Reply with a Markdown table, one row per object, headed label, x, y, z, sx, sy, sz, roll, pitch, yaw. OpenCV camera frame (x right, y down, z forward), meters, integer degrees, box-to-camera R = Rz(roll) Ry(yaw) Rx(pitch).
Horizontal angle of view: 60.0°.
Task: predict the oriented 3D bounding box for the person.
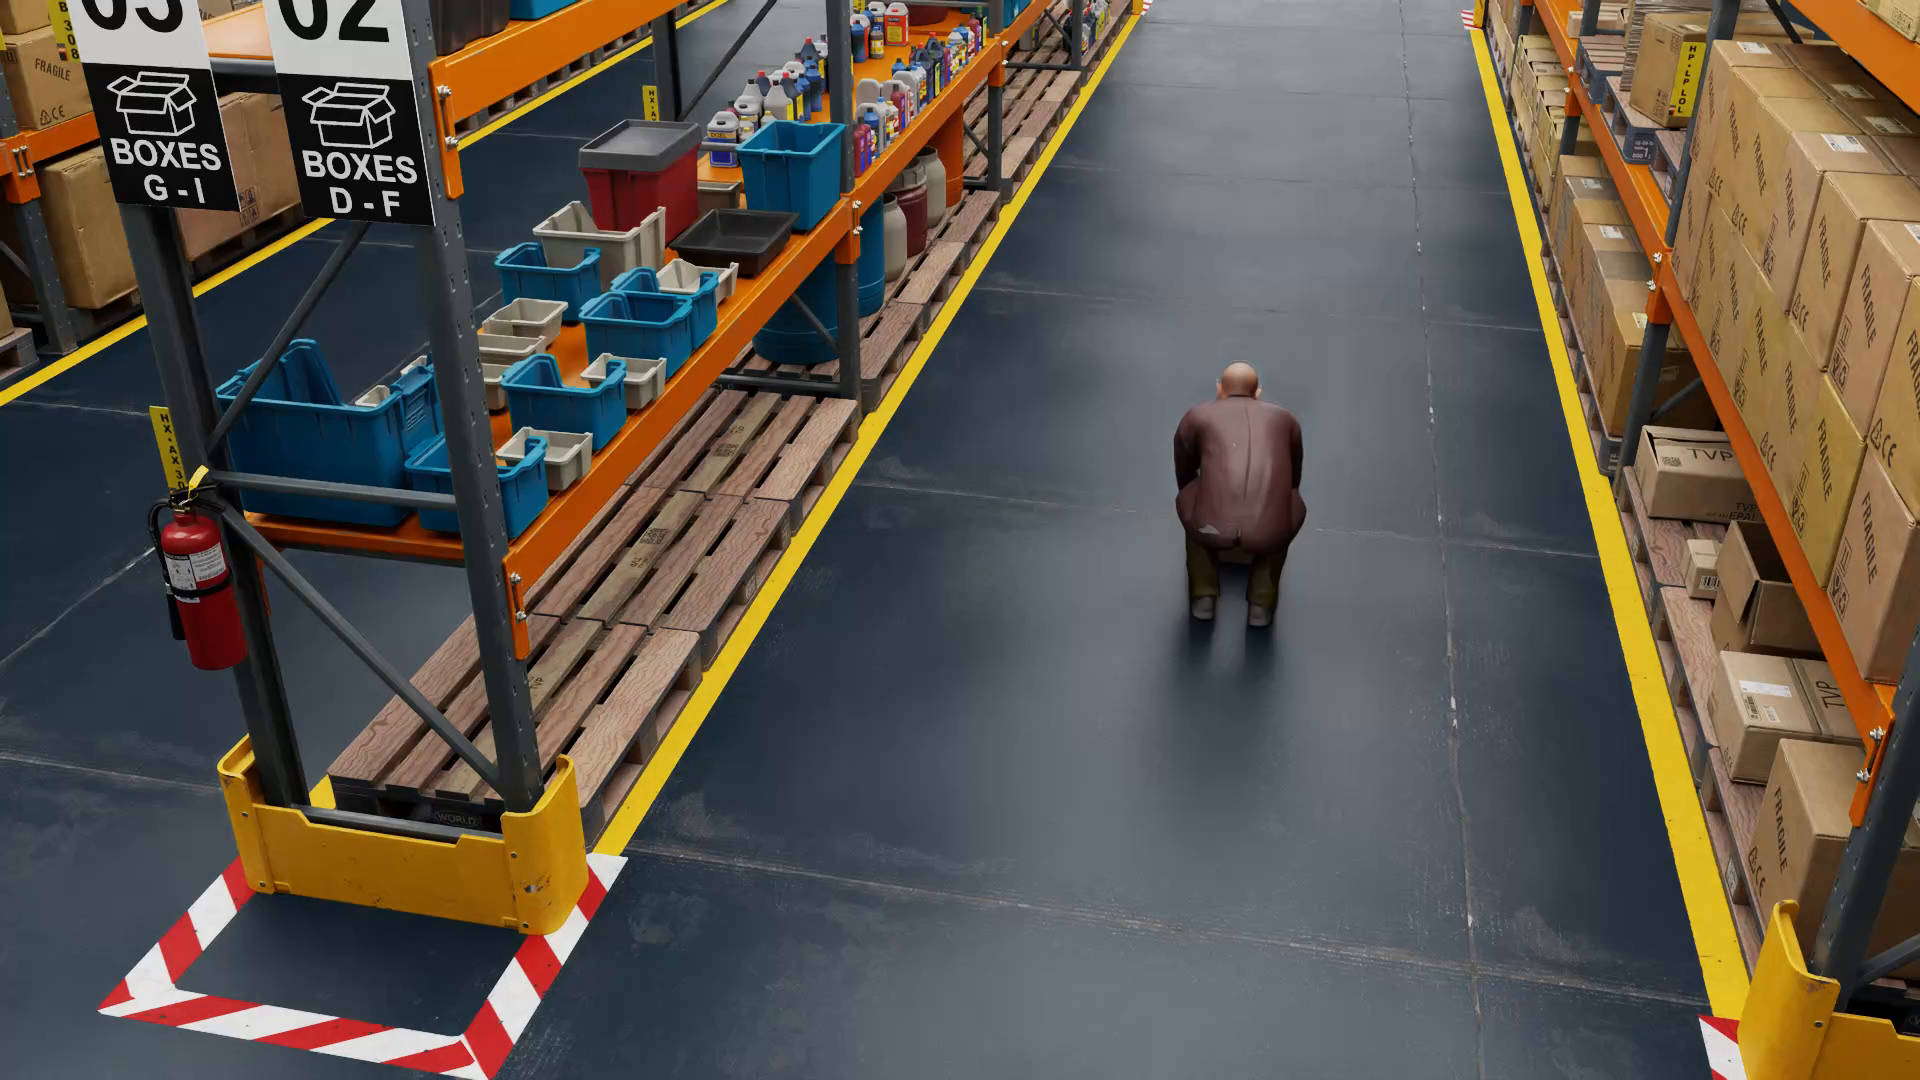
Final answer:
| label | x | y | z | sx | sy | sz | roll | pitch | yaw |
| --- | --- | --- | --- | --- | --- | --- | --- | --- | --- |
| person | 1.228 | -0.196 | 7.345 | 0.609 | 0.976 | 0.904 | 6 | 29 | 10 |
